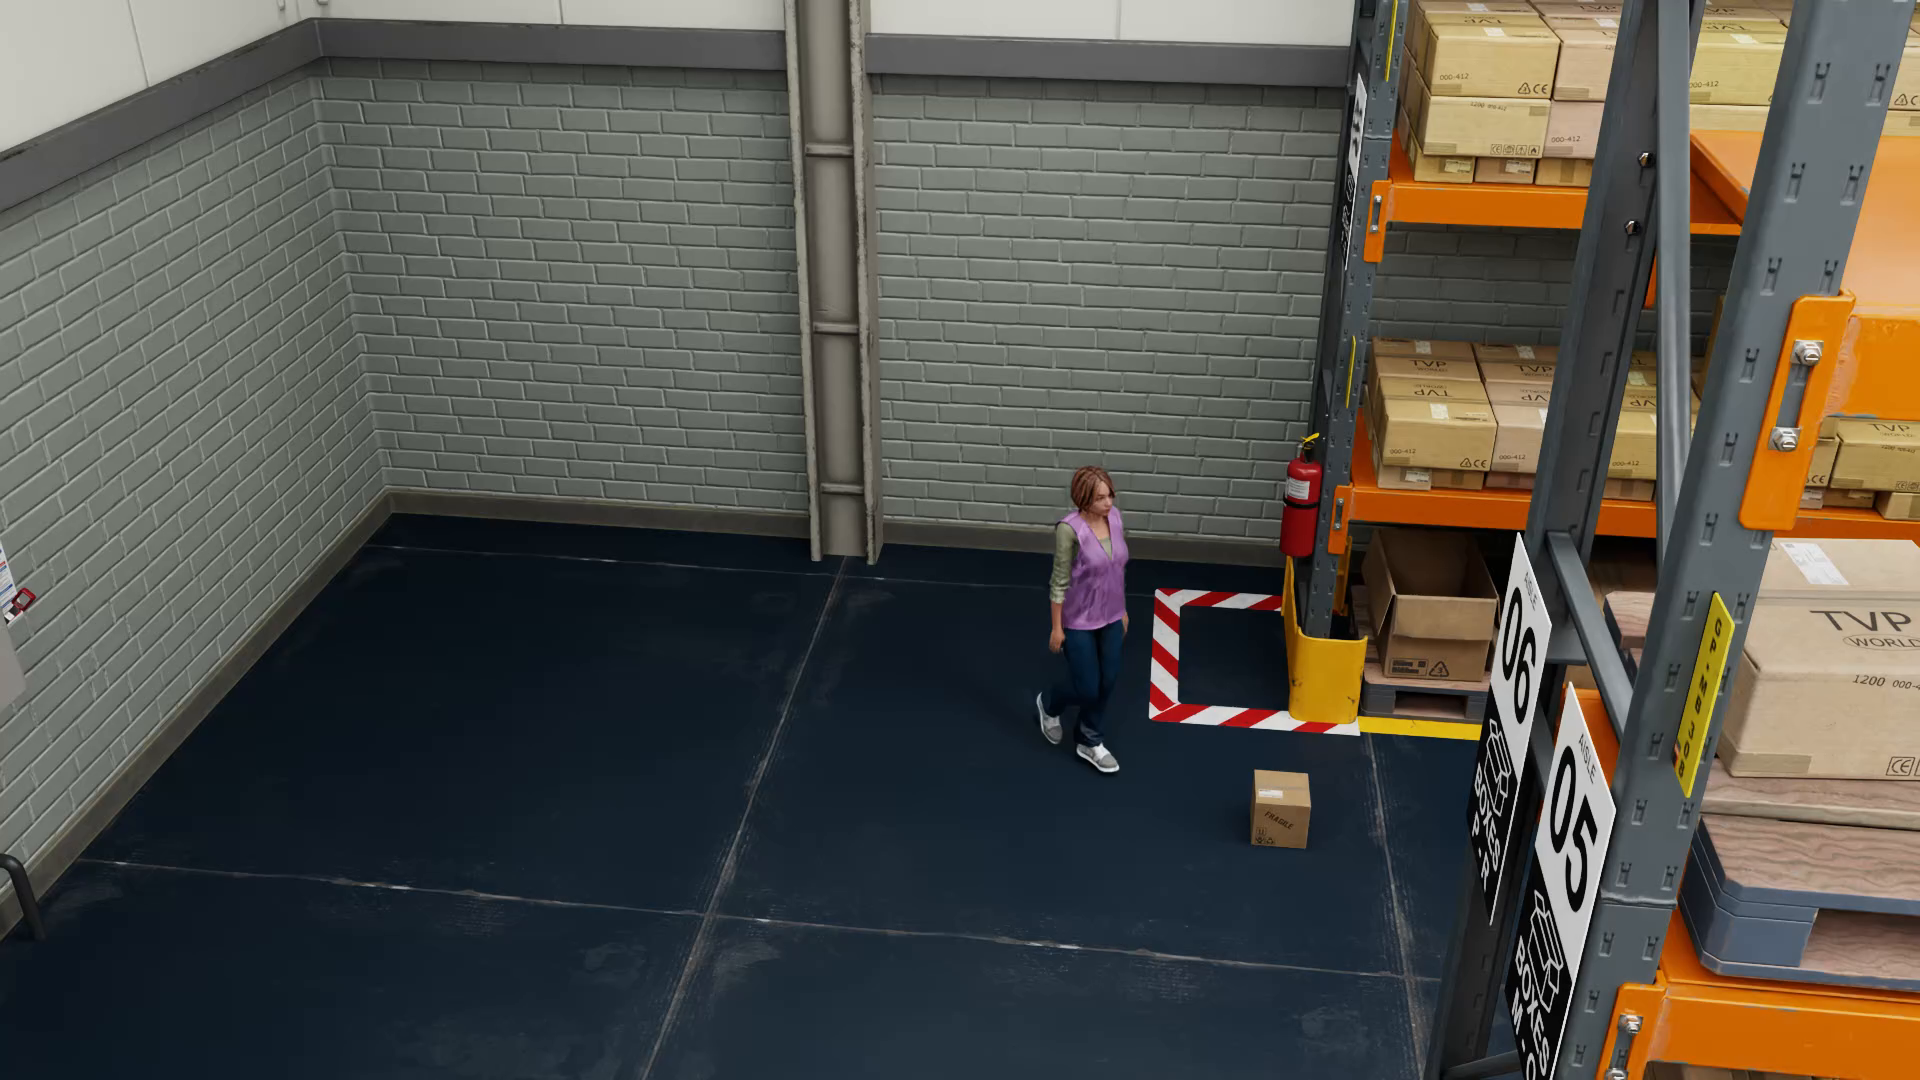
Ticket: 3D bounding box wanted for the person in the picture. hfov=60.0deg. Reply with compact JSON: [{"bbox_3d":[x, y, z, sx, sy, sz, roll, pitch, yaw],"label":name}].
[{"bbox_3d":[0.631,0.378,7.906,0.457,1.588,0.442,-20,35,-32],"label":"person"}]
